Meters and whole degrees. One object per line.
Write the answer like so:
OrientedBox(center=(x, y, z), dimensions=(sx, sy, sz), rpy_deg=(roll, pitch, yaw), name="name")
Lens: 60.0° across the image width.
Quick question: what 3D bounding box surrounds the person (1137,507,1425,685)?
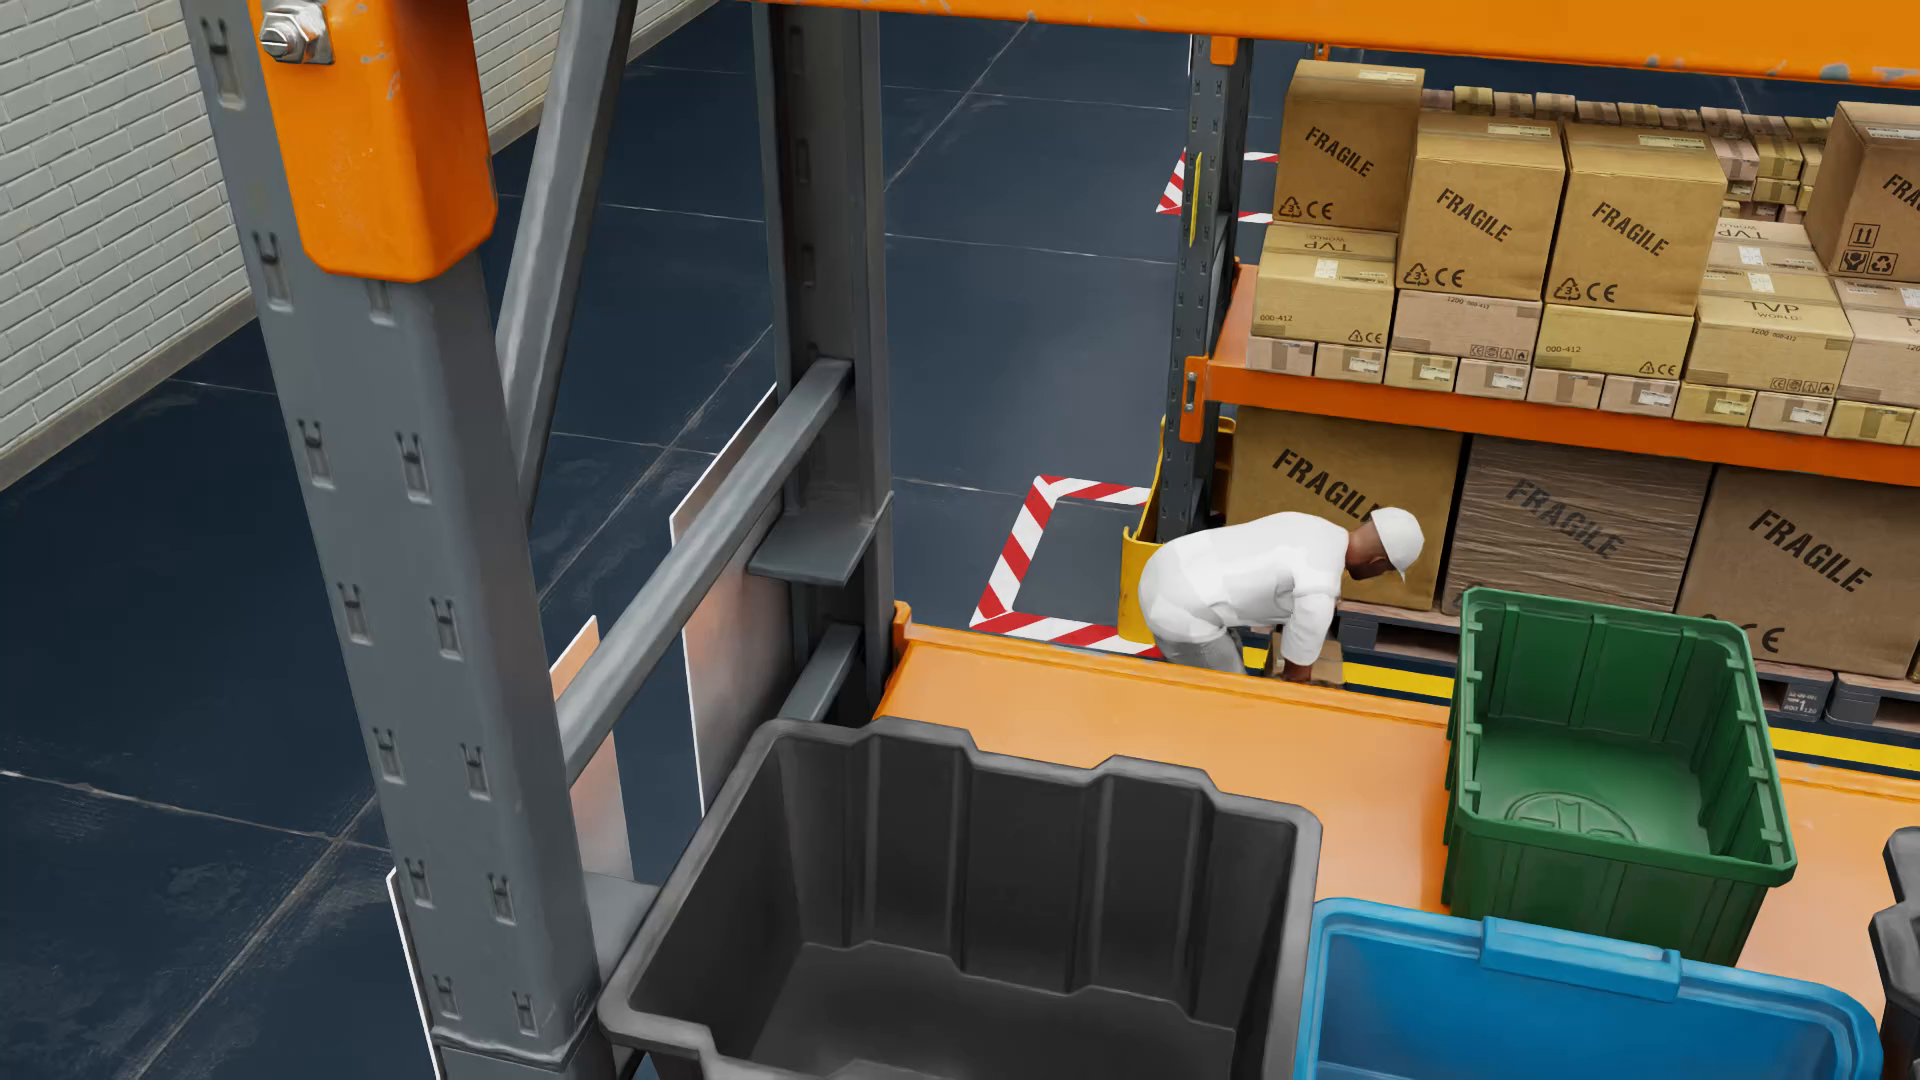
OrientedBox(center=(1.104, 0.424, 5.940), dimensions=(0.956, 1.239, 0.472), rpy_deg=(-1, 33, -2), name="person")
